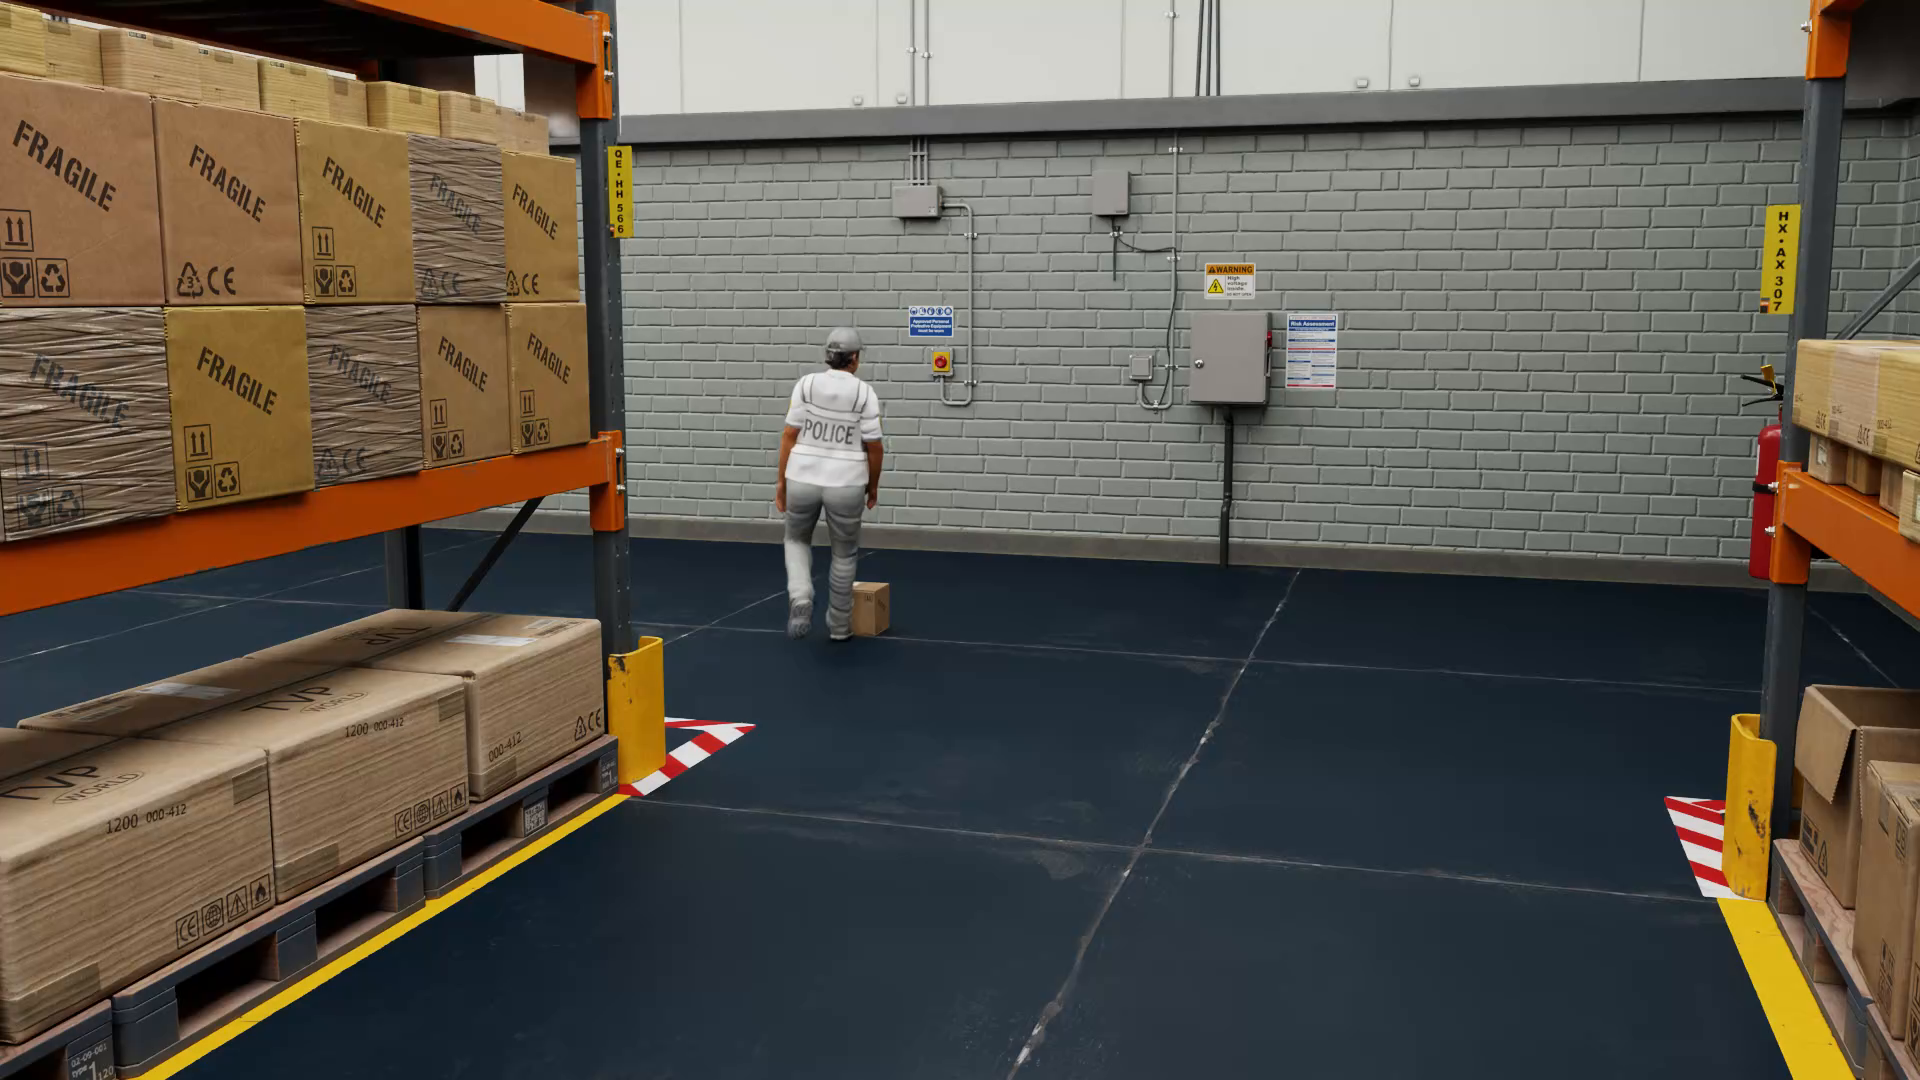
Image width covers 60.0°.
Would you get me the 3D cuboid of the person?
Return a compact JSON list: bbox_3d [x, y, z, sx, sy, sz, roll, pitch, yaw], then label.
[{"bbox_3d":[-0.659,-0.275,8.641,0.556,1.658,0.598,1,8,5],"label":"person"}]
